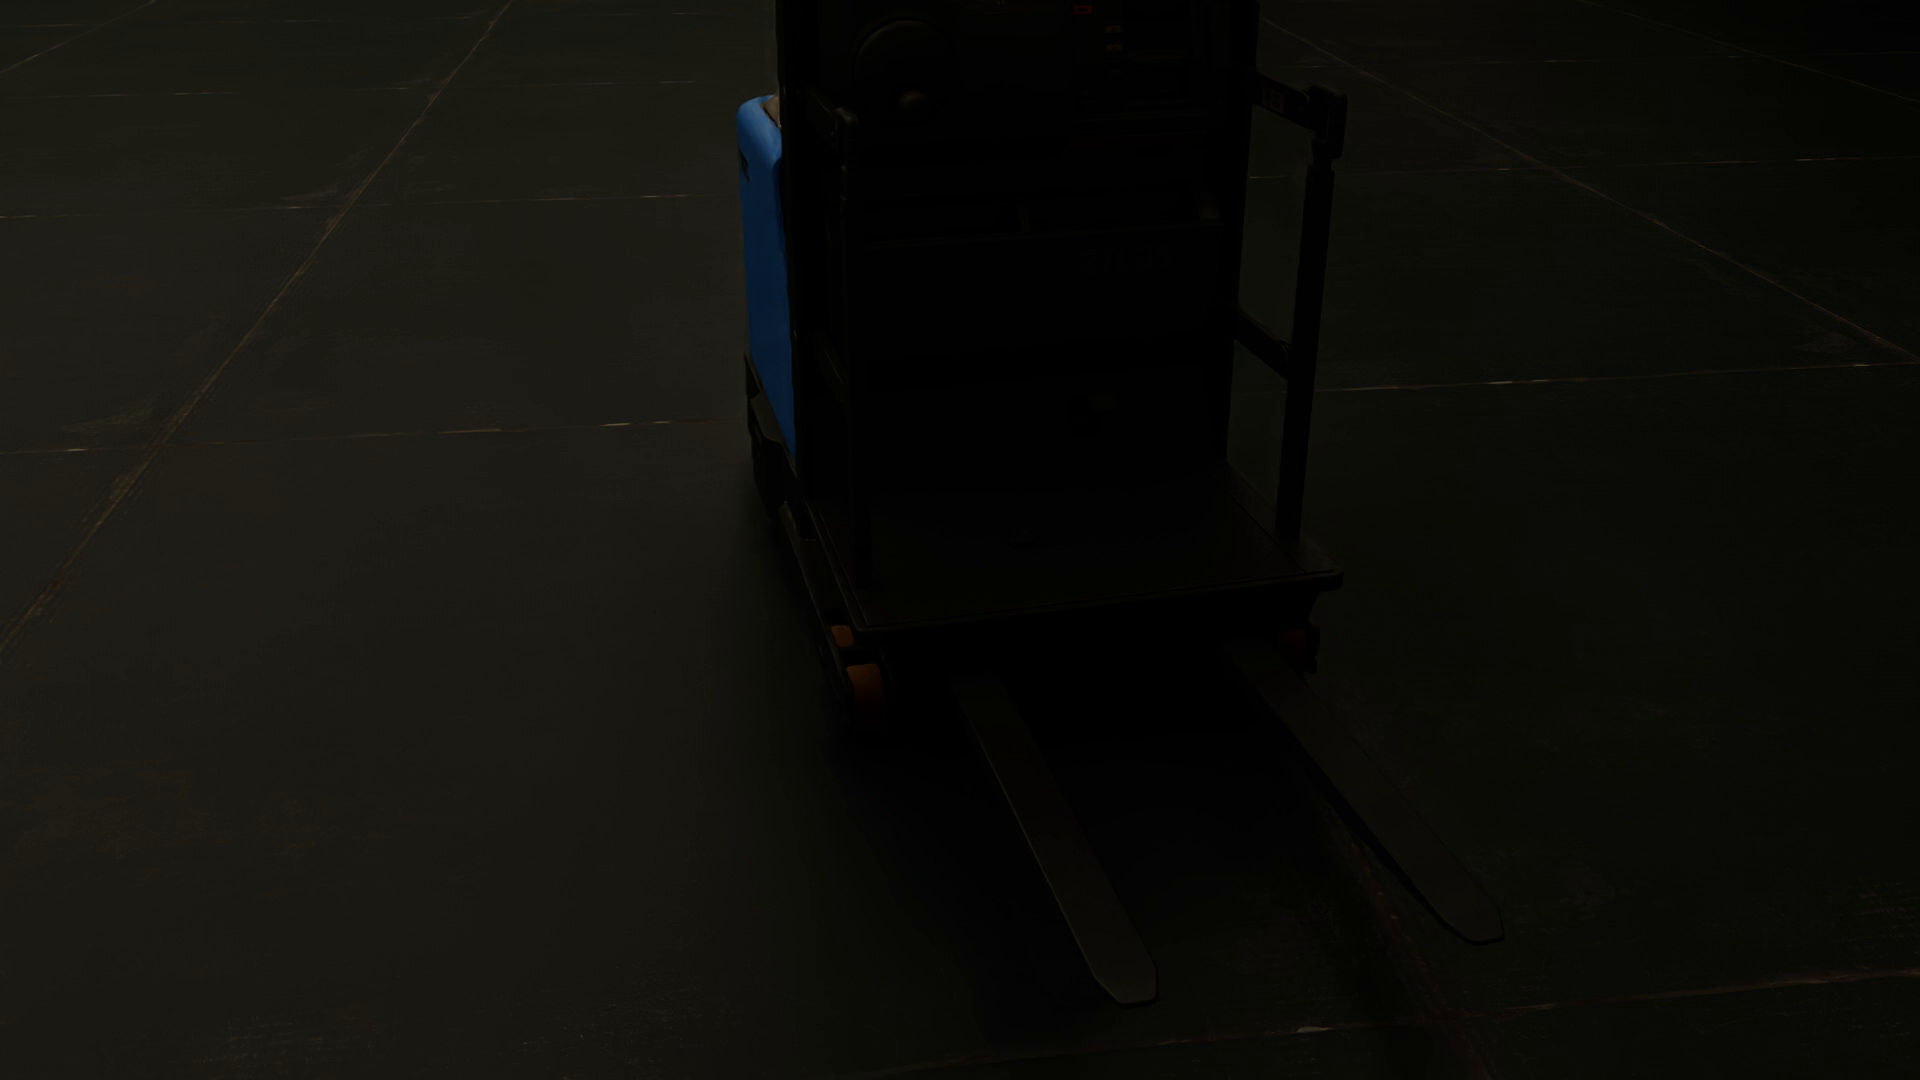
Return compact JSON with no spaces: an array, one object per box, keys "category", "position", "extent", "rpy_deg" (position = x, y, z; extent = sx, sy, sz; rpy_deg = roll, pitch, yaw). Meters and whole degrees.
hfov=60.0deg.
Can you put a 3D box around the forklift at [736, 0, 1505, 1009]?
[{"category":"forklift","position":[0.201,-1.066,3.443],"extent":[1.130,2.935,3.031],"rpy_deg":[-6,26,-13]}]
